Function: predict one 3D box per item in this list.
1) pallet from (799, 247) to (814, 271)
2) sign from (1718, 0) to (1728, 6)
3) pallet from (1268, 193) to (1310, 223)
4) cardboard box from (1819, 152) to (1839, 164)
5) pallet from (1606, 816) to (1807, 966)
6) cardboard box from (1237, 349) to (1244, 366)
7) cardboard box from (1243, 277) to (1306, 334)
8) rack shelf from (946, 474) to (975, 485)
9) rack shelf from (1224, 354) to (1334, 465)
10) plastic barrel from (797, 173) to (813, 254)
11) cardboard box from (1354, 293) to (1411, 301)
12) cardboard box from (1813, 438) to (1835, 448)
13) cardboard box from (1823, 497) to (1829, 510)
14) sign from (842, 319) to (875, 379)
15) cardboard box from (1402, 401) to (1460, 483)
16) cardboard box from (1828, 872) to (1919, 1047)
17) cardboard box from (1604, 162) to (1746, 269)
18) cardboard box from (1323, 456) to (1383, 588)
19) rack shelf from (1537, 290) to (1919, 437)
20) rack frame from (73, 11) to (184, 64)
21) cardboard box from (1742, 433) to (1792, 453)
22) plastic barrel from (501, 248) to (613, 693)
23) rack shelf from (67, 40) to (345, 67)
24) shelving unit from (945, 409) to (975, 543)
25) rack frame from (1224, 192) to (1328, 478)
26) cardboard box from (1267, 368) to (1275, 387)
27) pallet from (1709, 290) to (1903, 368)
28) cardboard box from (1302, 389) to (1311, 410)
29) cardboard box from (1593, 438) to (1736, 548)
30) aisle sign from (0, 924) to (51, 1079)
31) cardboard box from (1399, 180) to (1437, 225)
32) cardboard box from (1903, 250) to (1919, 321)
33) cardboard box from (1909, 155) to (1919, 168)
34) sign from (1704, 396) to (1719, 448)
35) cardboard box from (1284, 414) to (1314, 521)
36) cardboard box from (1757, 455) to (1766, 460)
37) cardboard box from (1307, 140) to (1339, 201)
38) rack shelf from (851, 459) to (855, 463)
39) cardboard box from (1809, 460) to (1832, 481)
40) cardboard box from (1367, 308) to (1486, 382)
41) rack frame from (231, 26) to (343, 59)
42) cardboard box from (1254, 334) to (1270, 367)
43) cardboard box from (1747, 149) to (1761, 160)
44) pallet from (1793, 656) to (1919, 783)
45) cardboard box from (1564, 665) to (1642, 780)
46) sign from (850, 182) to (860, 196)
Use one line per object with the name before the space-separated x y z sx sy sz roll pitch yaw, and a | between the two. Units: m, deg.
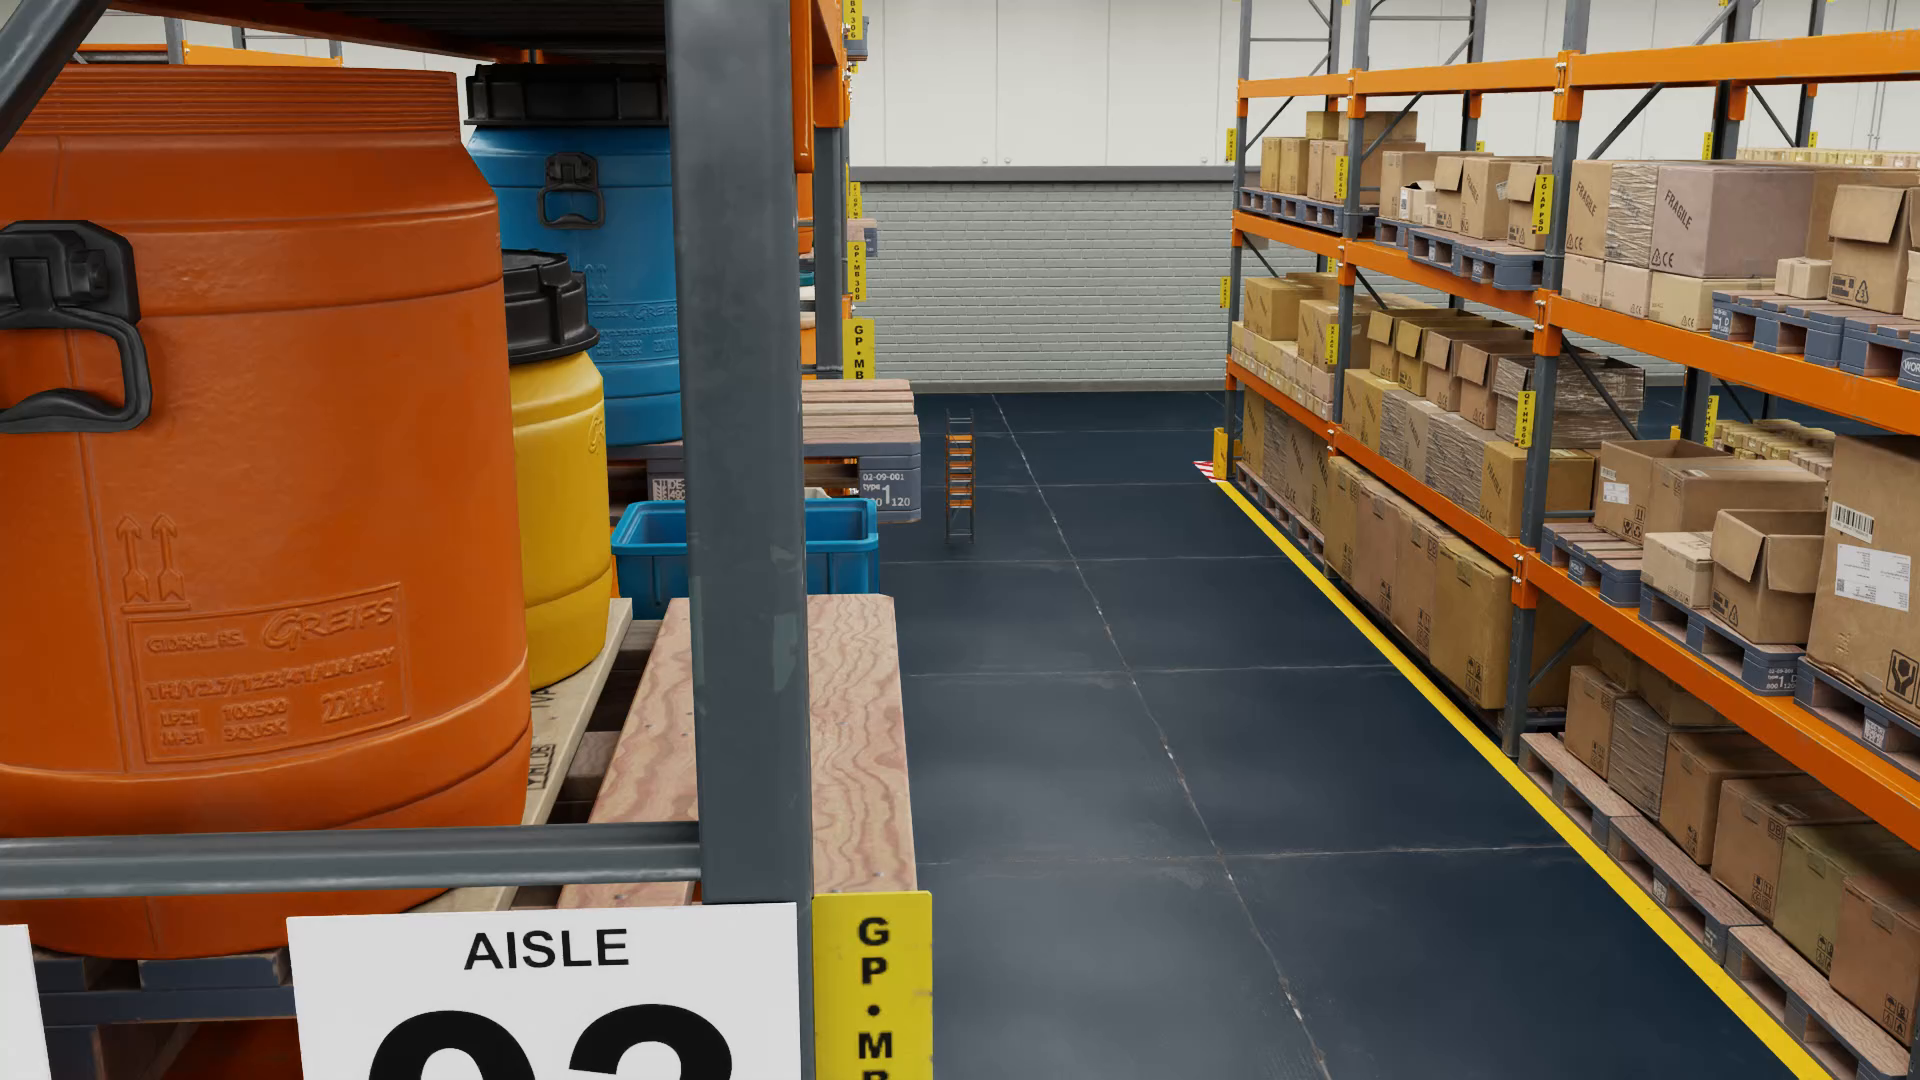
pallet | -1.068 -1.625 9.905 1.003 0.211 1.213 -1 14 -3
sign | 7.744 -5.577 16.834 0.100 0.325 0.005 -1 14 -3
pallet | 3.464 -3.059 15.279 1.003 0.211 1.213 -1 14 -3
cardboard box | 8.099 -3.467 15.185 0.380 0.149 0.250 -1 14 -4
pallet | 3.944 1.699 8.223 1.003 0.211 1.213 -1 14 -3
cardboard box | 3.039 -1.859 16.960 0.380 0.149 0.250 -1 14 -4
cardboard box | 3.120 -2.325 16.465 0.500 0.500 0.500 -1 14 -5
rack shelf | 0.001 -0.534 15.098 0.258 0.103 0.180 -1 14 -3
rack shelf | 3.453 -1.292 15.696 1.077 0.370 4.000 -1 14 -3
plastic barrel | -1.151 -2.077 9.579 0.600 0.830 0.708 -1 14 -3
cardboard box | 3.743 -1.953 15.019 0.500 0.500 0.500 -1 14 -5
cardboard box | 8.698 -0.915 16.473 0.380 0.149 0.250 0 14 -1
cardboard box | 8.105 -0.367 15.535 0.380 0.149 0.250 -1 14 -4
sign | -0.321 -0.540 5.291 0.100 0.325 0.005 -1 14 -3
cardboard box | 3.456 -0.695 11.733 0.500 0.500 0.500 -1 14 -2
cardboard box | 4.056 1.691 6.792 0.700 0.500 0.500 -2 15 -8
cardboard box | 3.625 -1.645 8.398 0.500 0.500 0.500 -1 14 -3
cardboard box | 3.637 -0.159 13.269 1.225 0.875 0.875 -1 14 -3
rack shelf | 3.949 -0.755 7.590 1.077 0.370 4.000 -1 14 -3
rack frame | -6.311 -3.897 12.335 1.000 3.000 0.127 -1 14 -3
cardboard box | 8.102 -0.973 16.697 0.380 0.149 0.250 -2 15 -6
plastic barrel | -0.820 -0.111 2.422 0.600 0.588 0.600 0 14 0
rack shelf | -6.434 -4.044 14.358 1.077 0.370 4.000 -1 14 -3
shelving unit | 0.001 -0.577 15.087 0.258 1.200 0.189 -1 14 -3
rack frame | 3.329 -2.138 17.540 1.000 3.000 0.127 -1 14 -3
cardboard box | 3.118 -1.540 15.722 0.380 0.149 0.250 -1 14 -5
pallet | 4.073 -0.928 7.196 1.213 0.211 1.003 -1 14 -3
cardboard box | 3.199 -1.220 14.477 0.380 0.149 0.250 -1 14 -4
cardboard box | 3.898 -0.267 9.223 0.500 0.500 0.500 -3 15 -10
aisle sign | -0.915 0.681 1.366 0.394 0.787 0.004 -1 14 -3
cardboard box | 3.555 -2.482 12.193 0.500 0.311 0.500 -1 14 -5
cardboard box | 3.915 -0.977 6.434 0.396 0.266 0.258 0 14 -1
cardboard box | 8.215 -3.149 13.948 0.380 0.149 0.250 -1 14 -2
sign | 4.366 -0.682 9.714 0.100 0.325 0.005 -1 14 -3
cardboard box | 3.560 -0.707 15.399 0.875 0.875 0.875 -1 14 -3
cardboard box | 8.145 -0.763 16.479 0.380 0.149 0.250 -2 15 -6
cardboard box | 3.440 -3.224 14.495 0.700 0.500 0.500 0 14 -1
rack shelf | -1.243 -0.221 11.533 1.077 0.370 4.000 -1 14 -3
cardboard box | 8.127 -0.646 15.427 0.380 0.149 0.250 -2 15 -6
cardboard box | 3.625 -1.519 12.919 0.797 0.503 0.637 -1 14 -5
rack frame | -6.558 -4.891 16.202 1.000 3.000 0.127 -1 14 -3
cardboard box | 3.156 -1.832 16.053 0.500 0.250 0.500 -1 14 -5
cardboard box | 8.021 -3.788 16.432 0.380 0.149 0.250 -1 14 -4
pallet | 4.171 0.747 6.712 1.003 0.211 1.213 -1 14 -3
cardboard box | 3.886 1.015 9.417 0.700 0.500 0.500 -2 15 -6
sign | -1.066 -3.476 16.931 0.100 0.325 0.005 -1 14 -3
